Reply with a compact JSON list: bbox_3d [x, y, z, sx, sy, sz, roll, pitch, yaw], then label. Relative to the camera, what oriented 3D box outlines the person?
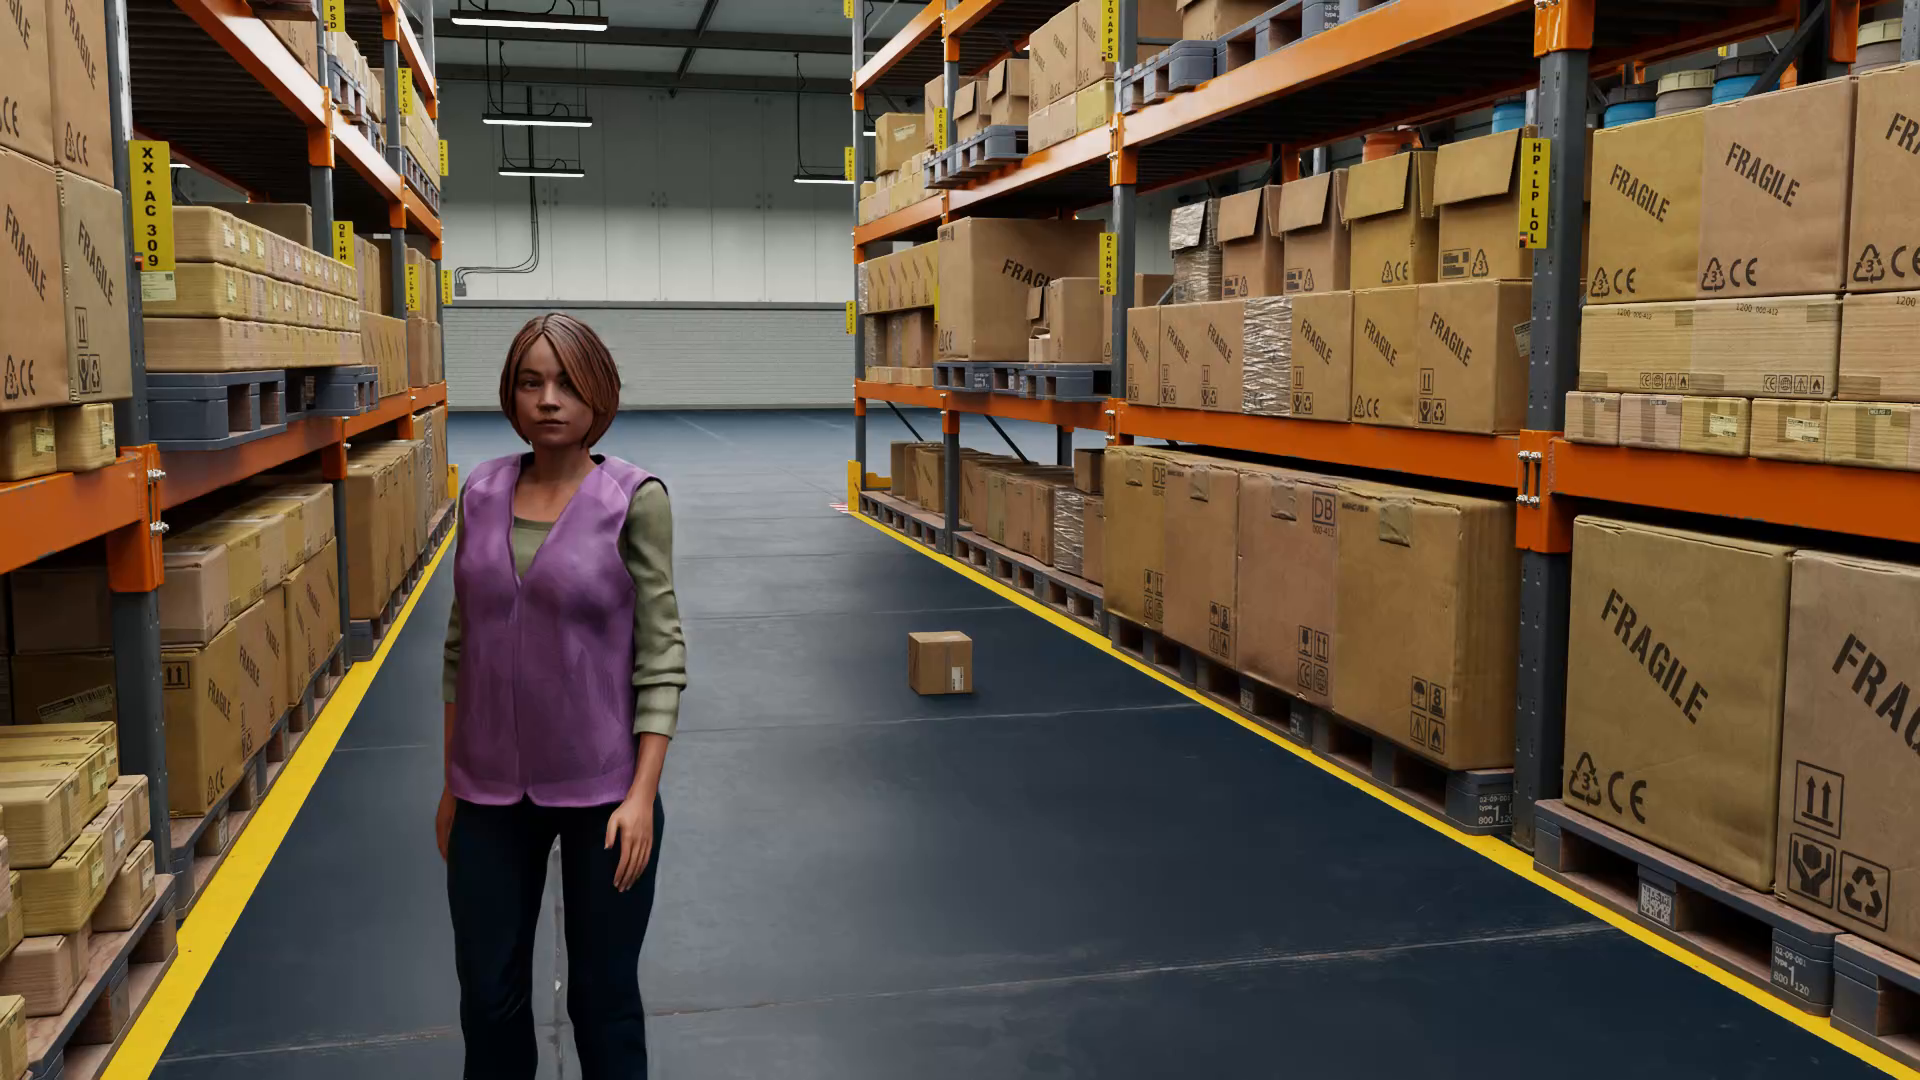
[{"bbox_3d":[-0.668,0.442,2.723,0.444,1.623,0.370,1,6,8],"label":"person"}]
